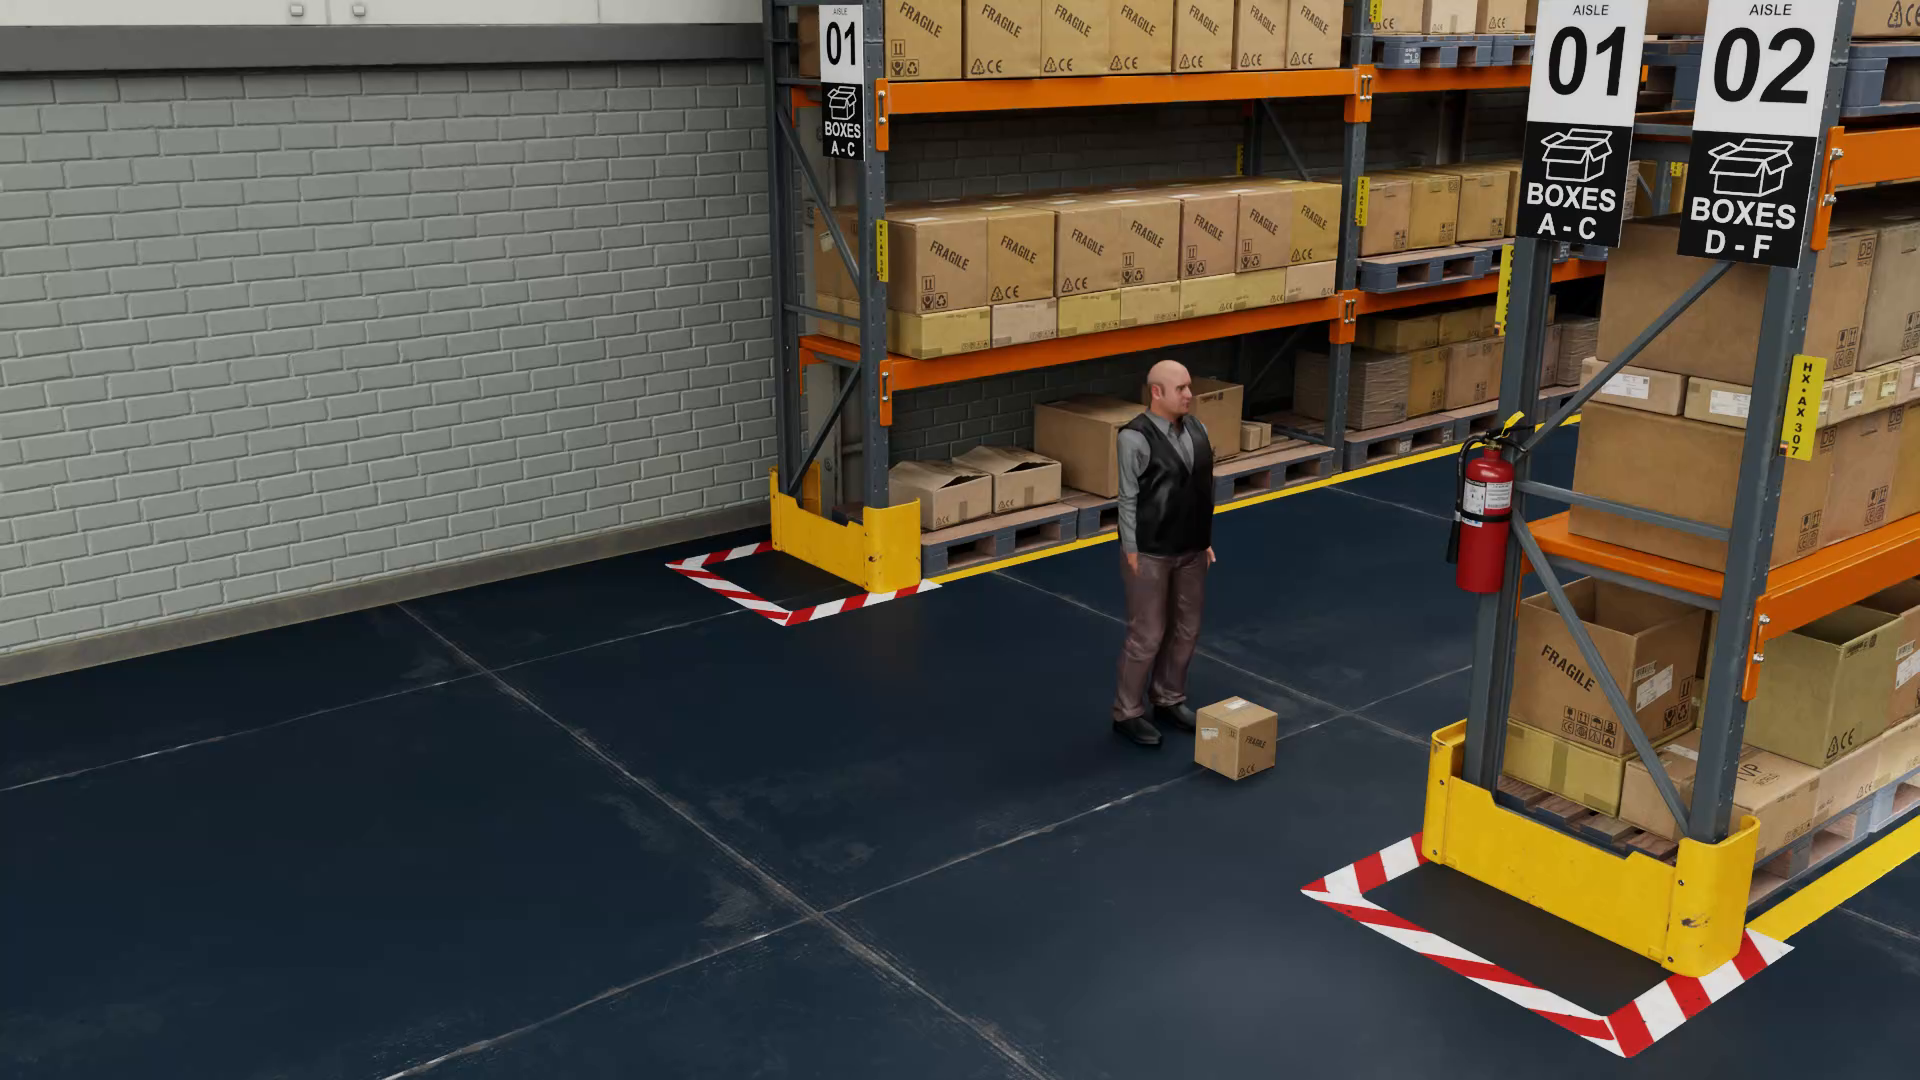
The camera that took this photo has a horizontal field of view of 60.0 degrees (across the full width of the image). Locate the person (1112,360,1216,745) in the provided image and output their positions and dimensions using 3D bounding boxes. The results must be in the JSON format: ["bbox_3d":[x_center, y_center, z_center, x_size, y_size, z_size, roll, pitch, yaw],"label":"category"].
[{"bbox_3d":[0.929,0.049,7.445,0.530,1.717,0.359,-13,22,-35],"label":"person"}]
